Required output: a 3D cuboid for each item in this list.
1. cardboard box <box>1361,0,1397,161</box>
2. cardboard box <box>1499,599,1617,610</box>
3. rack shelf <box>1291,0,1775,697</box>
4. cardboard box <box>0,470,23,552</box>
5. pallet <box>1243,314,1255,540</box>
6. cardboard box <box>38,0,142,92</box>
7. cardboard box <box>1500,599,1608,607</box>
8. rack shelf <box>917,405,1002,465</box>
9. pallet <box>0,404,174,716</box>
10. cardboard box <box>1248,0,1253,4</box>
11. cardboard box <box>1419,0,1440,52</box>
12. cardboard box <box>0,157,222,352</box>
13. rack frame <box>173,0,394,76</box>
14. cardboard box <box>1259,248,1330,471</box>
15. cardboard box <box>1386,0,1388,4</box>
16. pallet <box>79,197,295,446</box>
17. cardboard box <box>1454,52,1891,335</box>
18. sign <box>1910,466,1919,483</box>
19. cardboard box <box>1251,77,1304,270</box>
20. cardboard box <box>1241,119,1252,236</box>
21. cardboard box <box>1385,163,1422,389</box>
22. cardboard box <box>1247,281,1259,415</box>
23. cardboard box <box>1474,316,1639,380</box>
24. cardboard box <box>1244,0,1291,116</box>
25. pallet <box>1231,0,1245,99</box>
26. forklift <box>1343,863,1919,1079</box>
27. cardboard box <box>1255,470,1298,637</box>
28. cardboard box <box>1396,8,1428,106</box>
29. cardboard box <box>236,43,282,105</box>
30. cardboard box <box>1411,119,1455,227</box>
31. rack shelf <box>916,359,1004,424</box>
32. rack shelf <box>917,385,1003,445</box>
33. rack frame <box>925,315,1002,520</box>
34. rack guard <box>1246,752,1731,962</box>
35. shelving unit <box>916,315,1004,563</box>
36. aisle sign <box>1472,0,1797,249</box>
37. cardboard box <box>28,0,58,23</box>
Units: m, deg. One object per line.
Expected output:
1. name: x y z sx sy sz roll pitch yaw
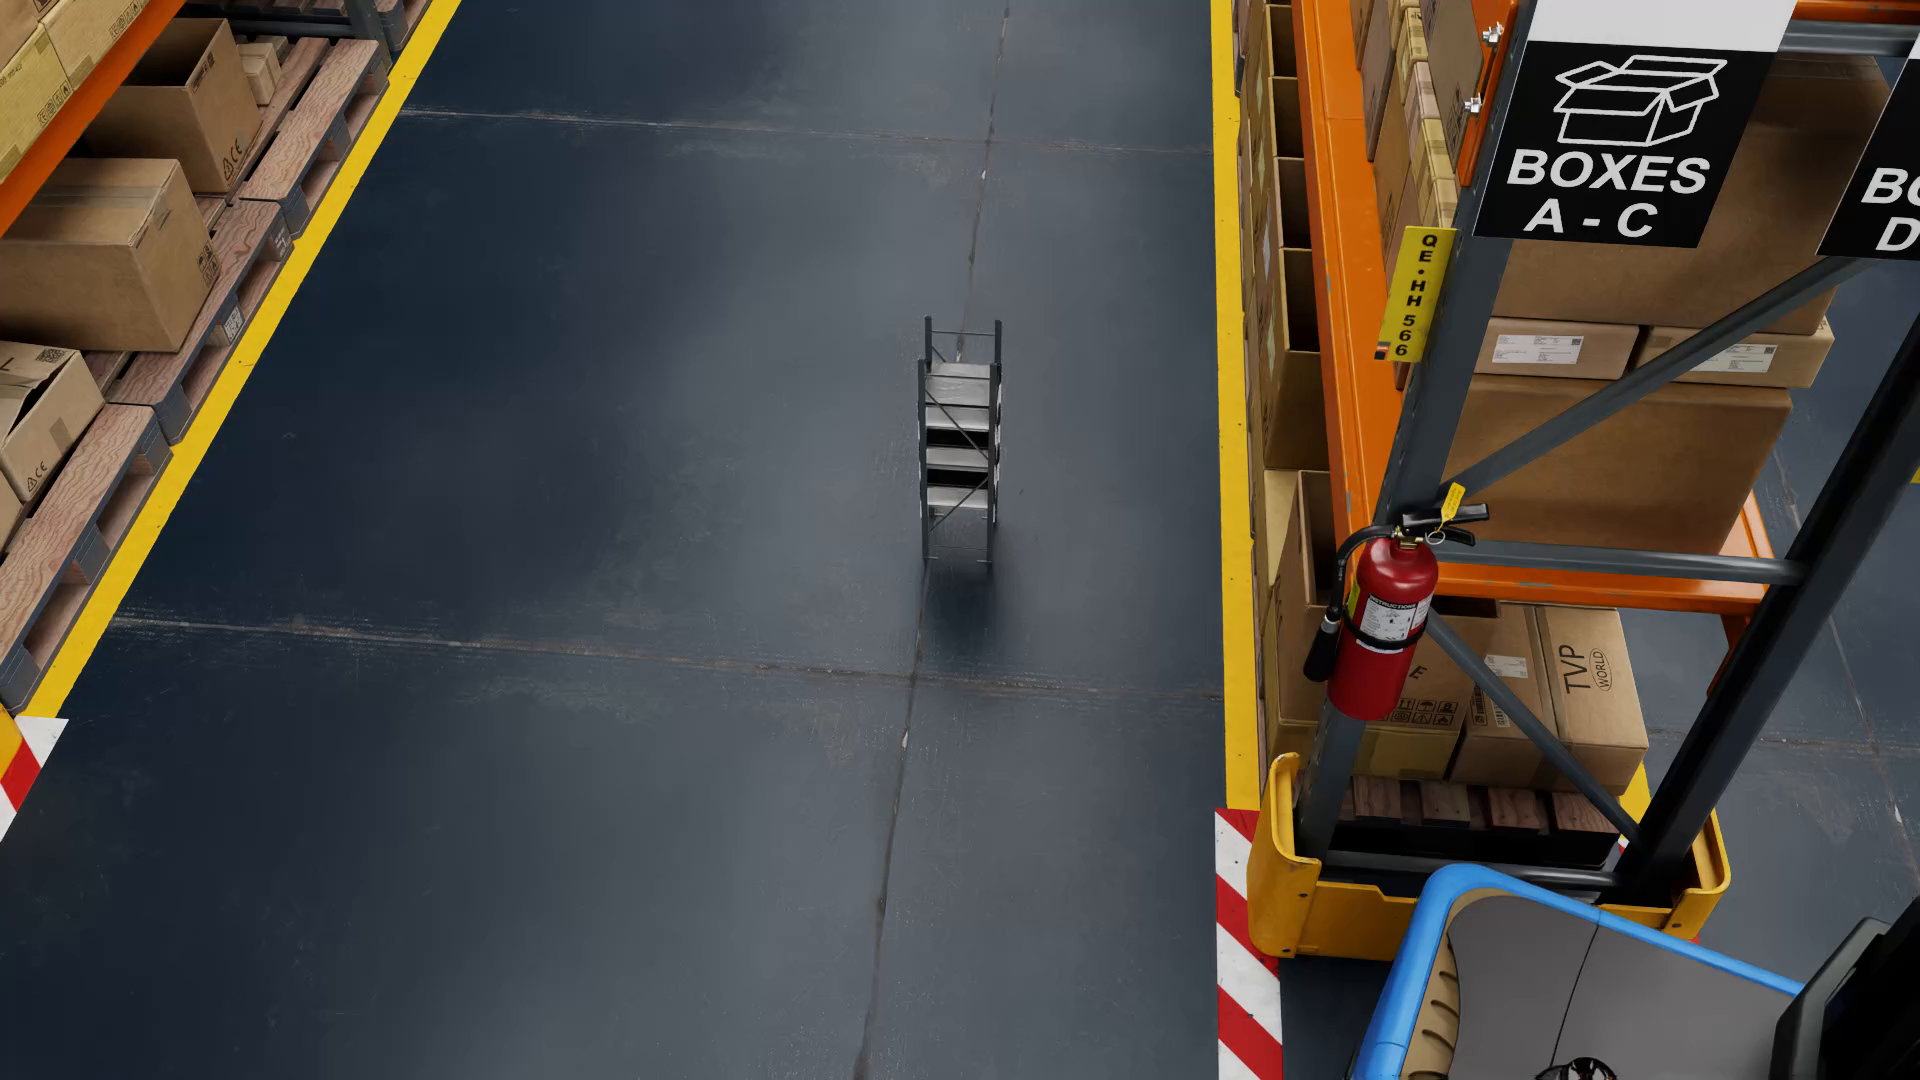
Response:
1. cardboard box: 1.609 -1.464 4.989 0.700 0.500 0.500 5 48 5
2. cardboard box: 1.727 0.089 5.215 0.500 0.250 0.500 4 48 4
3. rack shelf: 1.597 -1.177 5.282 1.077 0.370 4.000 4 48 4
4. cardboard box: -3.366 -0.024 5.263 0.500 0.311 0.500 -1 48 -1
5. pallet: 1.557 -0.468 6.035 1.003 0.211 1.213 4 48 4
6. cardboard box: -3.024 -1.702 5.362 0.500 0.250 0.500 4 48 4
7. cardboard box: 1.729 -0.164 4.938 0.500 0.500 0.500 4 48 4
8. rack shelf: 0.001 -0.348 5.382 0.258 0.077 0.200 4 48 4
9. pallet: -3.402 0.010 5.598 1.003 0.211 1.213 4 48 4
10. cardboard box: 1.531 -2.610 7.303 0.500 0.311 0.500 4 48 4
11. cardboard box: 1.563 -1.560 4.197 0.700 0.500 0.500 4 48 4
12. cardboard box: -3.197 -1.043 6.067 0.700 0.500 0.500 1 48 1
13. rack frame: -3.154 -3.220 6.662 1.000 3.000 0.127 4 48 4
14. cardboard box: 1.244 -0.567 5.307 0.500 0.500 0.500 4 48 4
15. cardboard box: 1.399 -1.637 4.707 0.380 0.149 0.250 3 48 3
16. pallet: -3.288 -0.884 6.416 1.003 0.211 1.213 4 48 4
17. cardboard box: 1.475 -0.803 3.505 0.700 0.500 0.500 4 48 4
18. sign: 1.967 -0.228 3.285 0.100 0.325 0.005 4 48 4
19. cardboard box: 1.335 -1.302 5.979 0.500 0.500 0.500 4 48 4
20. cardboard box: 1.385 -1.416 6.591 0.500 0.250 0.500 4 48 4
21. cardboard box: 1.514 -0.713 4.301 0.700 0.500 0.500 5 48 5
22. cardboard box: 1.295 -0.681 5.919 0.500 0.250 0.500 4 48 4
23. cardboard box: 1.260 -0.497 3.664 0.380 0.149 0.250 3 48 3
24. cardboard box: 1.426 -2.037 6.651 0.500 0.500 0.500 4 48 4
25. pallet: 1.808 -2.493 7.887 1.003 0.211 1.213 4 48 4
26. forklift: 2.210 1.211 2.656 3.031 2.935 1.130 19 50 17
27. cardboard box: 1.203 0.054 5.247 0.500 0.250 0.500 4 48 4
28. cardboard box: 1.355 -1.255 4.357 0.380 0.149 0.250 5 48 5
29. cardboard box: -3.173 -2.017 7.184 0.380 0.166 0.250 -2 48 -2
30. cardboard box: 1.306 -0.877 4.012 0.380 0.149 0.250 3 48 3
31. rack shelf: 0.001 -0.469 5.249 0.258 0.077 0.200 4 48 4
32. rack shelf: 0.001 -0.409 5.315 0.258 0.077 0.200 4 48 4
33. rack frame: 0.010 -0.384 5.492 0.240 0.900 0.006 4 48 4
34. rack guard: 1.413 0.911 4.578 1.175 0.500 0.348 4 48 4
35. shelving unit: 0.001 -0.310 5.423 0.258 0.900 0.210 4 48 4
36. aisle sign: 1.117 -0.799 2.687 0.394 0.787 0.004 4 48 4
37. cardboard box: -3.032 -1.943 5.074 0.500 0.500 0.500 5 48 5
